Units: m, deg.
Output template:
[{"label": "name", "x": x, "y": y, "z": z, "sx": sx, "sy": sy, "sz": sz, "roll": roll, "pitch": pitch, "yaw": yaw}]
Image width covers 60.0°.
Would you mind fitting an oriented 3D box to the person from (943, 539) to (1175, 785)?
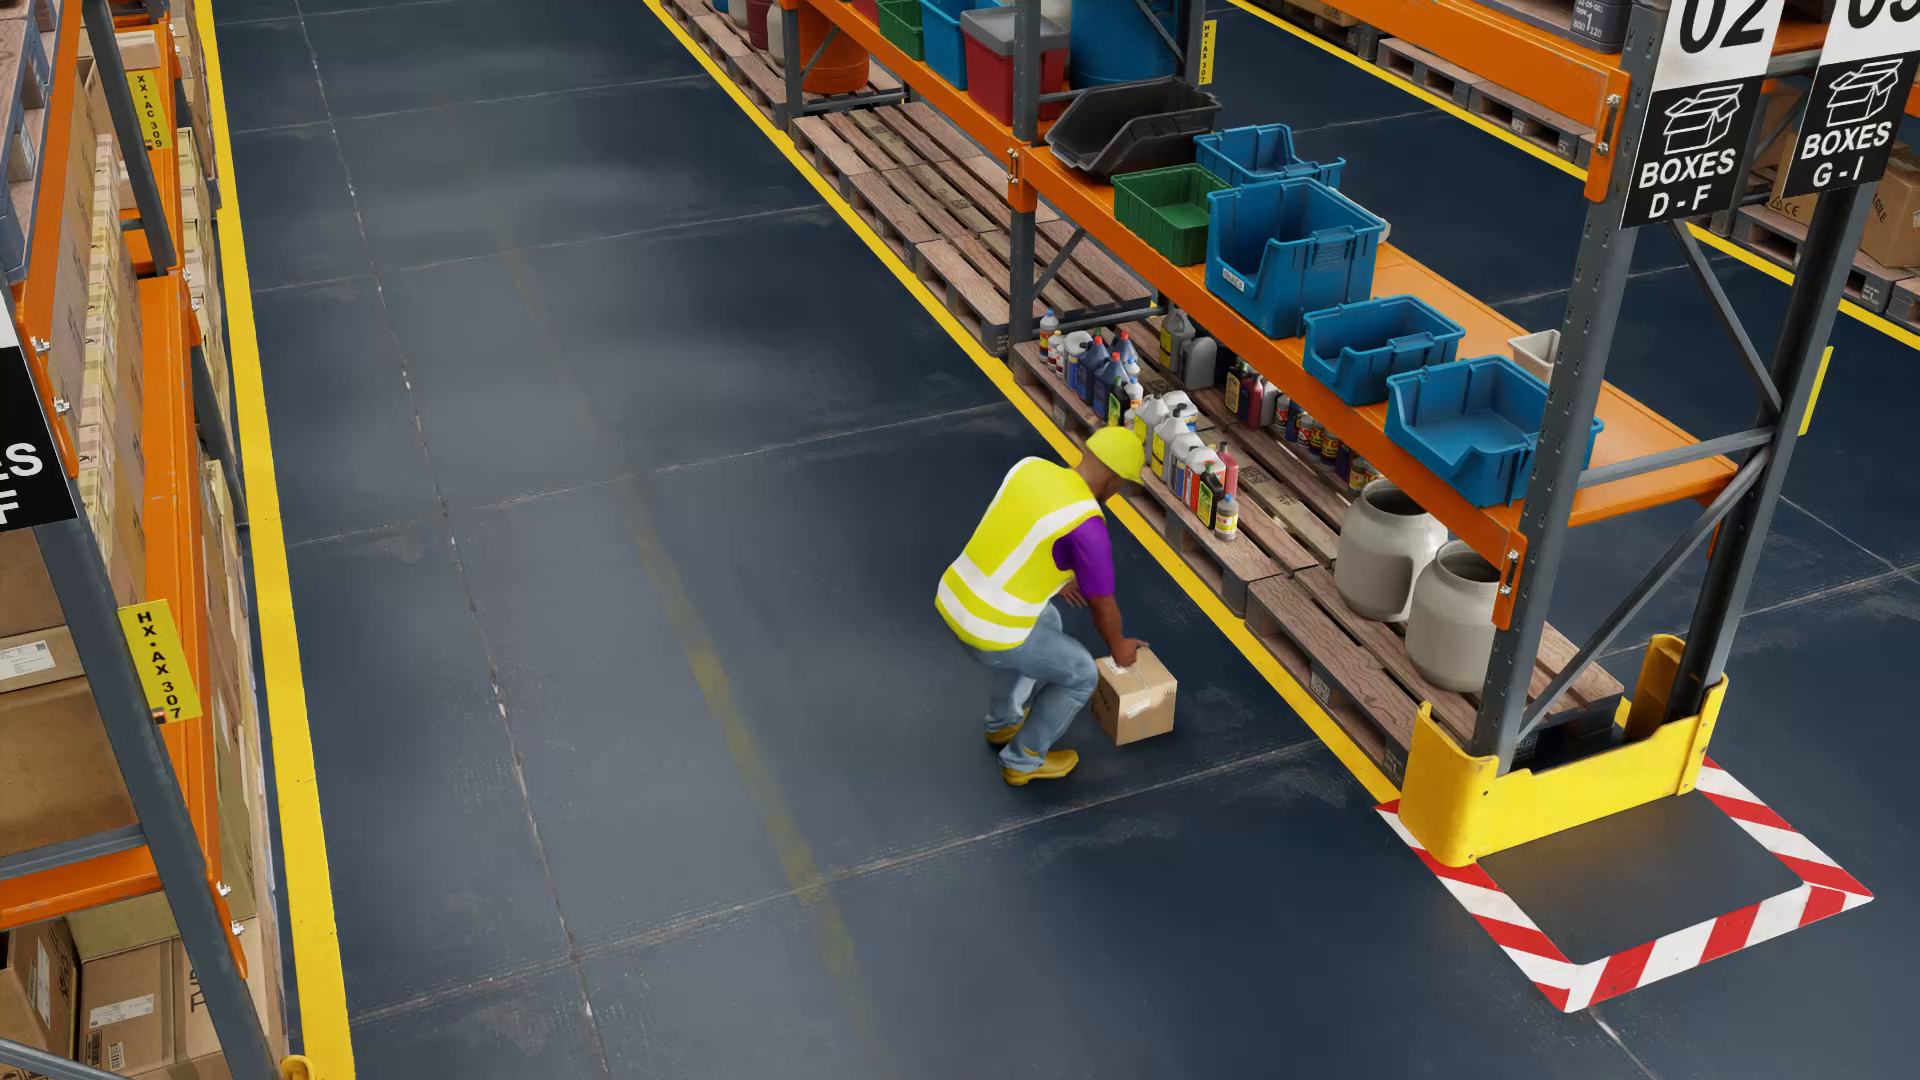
[{"label": "person", "x": 0.393, "y": 0.469, "z": 6.351, "sx": 0.938, "sy": 0.877, "sz": 0.539, "roll": -14, "pitch": 36, "yaw": -20}]
